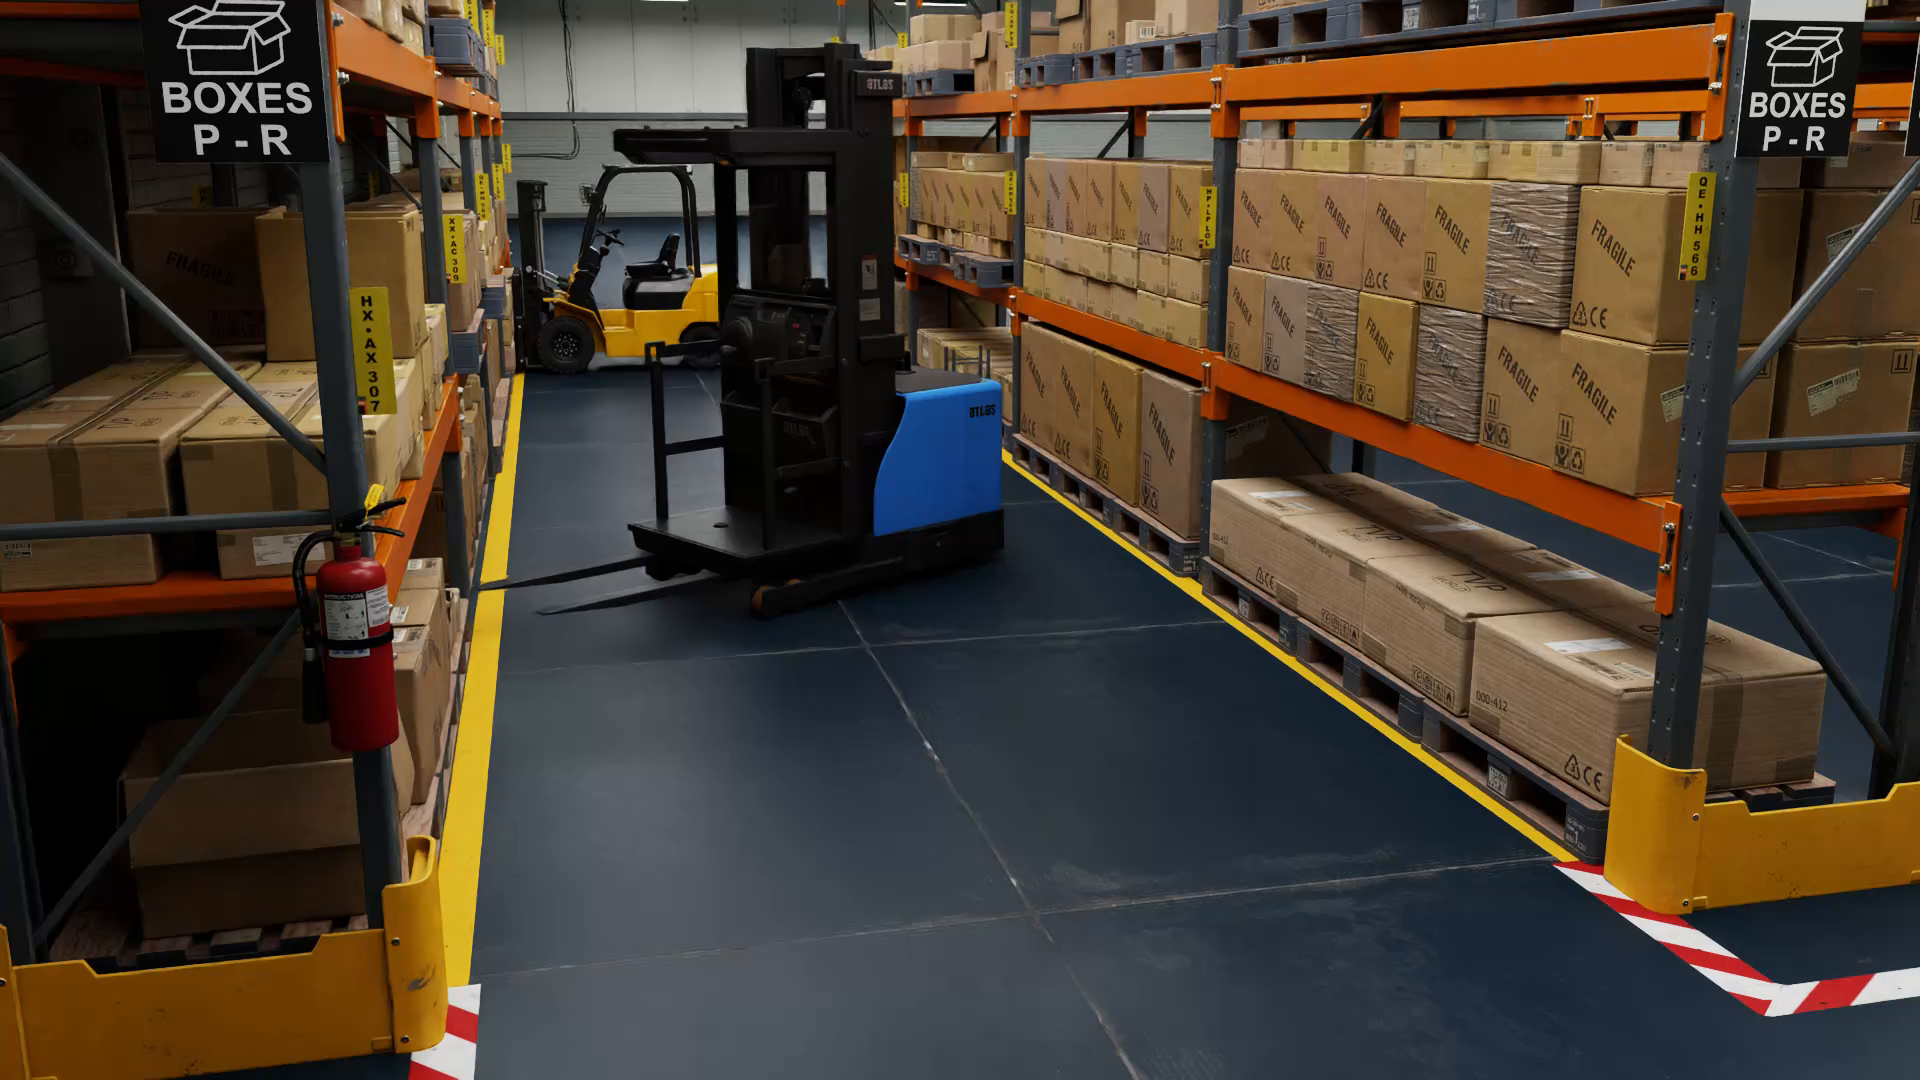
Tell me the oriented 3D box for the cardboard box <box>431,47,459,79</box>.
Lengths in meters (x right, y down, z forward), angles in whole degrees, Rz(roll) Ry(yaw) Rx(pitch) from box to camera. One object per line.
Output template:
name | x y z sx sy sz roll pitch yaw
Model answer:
cardboard box | -3.318 -2.924 10.072 0.500 0.250 0.500 -3 14 -13

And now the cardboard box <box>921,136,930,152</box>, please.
cardboard box | -0.018 -3.988 17.486 0.700 0.500 0.500 -3 14 -13

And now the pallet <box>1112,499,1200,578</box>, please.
pallet | 1.598 -0.050 10.188 1.003 0.211 1.213 -3 14 -13

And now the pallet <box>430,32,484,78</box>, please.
pallet | -3.303 -2.713 9.286 1.213 0.211 1.003 -3 14 -13

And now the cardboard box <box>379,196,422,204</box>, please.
cardboard box | -4.826 -2.889 14.356 0.380 0.149 0.250 -3 14 -14

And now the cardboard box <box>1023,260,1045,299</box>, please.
cardboard box | 0.783 -1.954 12.421 0.500 0.250 0.500 -4 14 -14

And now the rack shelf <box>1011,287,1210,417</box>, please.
rack shelf | 1.383 -1.343 11.119 1.077 0.370 4.000 -3 14 -13

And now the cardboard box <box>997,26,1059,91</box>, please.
cardboard box | 0.700 -3.879 13.452 0.700 0.500 0.500 -3 14 -13

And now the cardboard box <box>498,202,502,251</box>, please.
cardboard box | -4.959 -3.200 16.996 0.500 0.500 0.500 -3 14 -14

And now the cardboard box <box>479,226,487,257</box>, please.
cardboard box | -3.754 -2.164 12.225 0.500 0.250 0.500 -3 14 -13

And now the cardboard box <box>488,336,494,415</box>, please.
cardboard box | -4.364 -1.377 13.861 0.875 0.625 0.625 -4 14 -16

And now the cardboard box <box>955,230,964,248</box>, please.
cardboard box | 0.166 -2.651 14.603 0.380 0.149 0.250 -4 14 -15

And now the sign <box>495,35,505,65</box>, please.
sign | -5.259 -5.598 18.999 0.100 0.325 0.005 -3 14 -13

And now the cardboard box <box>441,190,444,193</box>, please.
cardboard box | -5.388 -3.460 16.692 0.380 0.149 0.250 -3 14 -11

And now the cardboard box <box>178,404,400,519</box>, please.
cardboard box | -1.877 -0.222 4.705 0.500 0.250 0.500 -3 14 -13

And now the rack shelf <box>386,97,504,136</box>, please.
rack shelf | -5.320 -4.368 17.181 1.077 0.370 4.000 -3 14 -13

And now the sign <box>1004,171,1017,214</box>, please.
sign | 0.388 -2.645 12.662 0.100 0.325 0.005 -3 14 -13

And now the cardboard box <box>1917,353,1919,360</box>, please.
cardboard box | 6.596 -1.192 11.788 0.500 0.250 0.500 -3 14 -12

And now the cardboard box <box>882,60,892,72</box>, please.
cardboard box | -0.512 -4.809 17.158 0.500 0.250 0.500 -4 14 -14

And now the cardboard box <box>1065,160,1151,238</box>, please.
cardboard box | 1.023 -2.326 11.312 0.500 0.500 0.500 -3 14 -12

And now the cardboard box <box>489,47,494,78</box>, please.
cardboard box | -5.306 -5.150 17.558 0.700 0.500 0.500 -3 14 -13

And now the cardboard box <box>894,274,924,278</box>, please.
cardboard box | -0.668 -2.665 18.346 0.500 0.500 0.500 -3 14 -10

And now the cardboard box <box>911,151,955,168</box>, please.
cardboard box | -0.260 -3.660 16.000 0.380 0.149 0.250 -3 14 -13

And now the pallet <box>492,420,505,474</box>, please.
pallet | -4.066 -0.714 12.903 1.003 0.211 1.213 -3 14 -13

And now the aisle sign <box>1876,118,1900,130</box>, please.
aisle sign | 13.180 -6.091 23.560 0.394 0.787 0.004 -3 14 -13

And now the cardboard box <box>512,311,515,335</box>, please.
cardboard box | -4.891 -2.272 17.260 0.500 0.250 0.500 -3 14 -14

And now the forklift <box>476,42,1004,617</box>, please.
forklift | -1.150 -1.155 8.981 3.031 2.935 1.130 -13 19 -42

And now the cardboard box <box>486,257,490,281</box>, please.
cardboard box | -3.384 -1.828 11.234 0.380 0.149 0.250 -3 14 -12

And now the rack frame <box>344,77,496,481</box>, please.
rack frame | -3.911 -1.876 11.786 1.000 3.000 0.127 -3 14 -13

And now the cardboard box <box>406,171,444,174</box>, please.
cardboard box | -5.518 -3.721 17.135 0.380 0.149 0.250 -3 14 -12

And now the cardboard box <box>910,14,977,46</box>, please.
cardboard box | -0.152 -4.636 15.140 0.500 0.250 0.500 -4 14 -14

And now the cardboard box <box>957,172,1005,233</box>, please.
cardboard box | 0.284 -2.875 14.153 0.500 0.500 0.500 -4 14 -17

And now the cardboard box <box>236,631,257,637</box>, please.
cardboard box | -2.944 0.493 7.211 0.380 0.149 0.250 -3 14 -14

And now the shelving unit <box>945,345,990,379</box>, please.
shelving unit | 0.045 -0.598 10.348 0.258 1.200 0.189 -3 14 -14

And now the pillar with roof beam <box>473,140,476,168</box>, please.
pillar with roof beam | -7.954 -12.202 41.410 9.100 9.000 0.400 -3 14 -13

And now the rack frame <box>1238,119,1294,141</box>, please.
rack frame | 3.822 -4.298 21.701 1.000 3.000 0.127 -3 14 -13

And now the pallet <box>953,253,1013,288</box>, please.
pallet | 0.642 -2.219 13.594 1.213 0.211 1.003 -3 14 -13

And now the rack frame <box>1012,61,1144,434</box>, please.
rack frame | 0.913 -2.154 12.922 1.000 3.000 0.127 -3 14 -13

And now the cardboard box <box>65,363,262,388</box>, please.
cardboard box | -2.630 -0.427 5.544 0.500 0.250 0.500 -3 14 -11

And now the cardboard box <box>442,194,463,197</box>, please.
cardboard box | -4.470 -2.978 14.720 0.380 0.149 0.250 -3 14 -13

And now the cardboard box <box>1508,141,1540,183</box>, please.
cardboard box | 2.268 -1.402 6.160 0.380 0.149 0.250 -3 14 -12

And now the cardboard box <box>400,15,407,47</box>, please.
cardboard box | -2.438 -2.046 6.691 0.380 0.149 0.250 -3 14 -13

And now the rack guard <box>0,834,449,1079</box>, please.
rack guard | -2.050 1.166 4.601 1.175 0.500 0.348 -3 14 -13

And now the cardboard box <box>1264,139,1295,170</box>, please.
cardboard box | 1.750 -1.935 8.342 0.380 0.149 0.250 -3 14 -12

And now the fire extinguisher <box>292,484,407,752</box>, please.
fire extinguisher | -1.548 0.196 4.252 0.296 0.674 0.183 -3 14 -13

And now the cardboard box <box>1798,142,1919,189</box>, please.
cardboard box | 2.977 -1.255 5.559 0.380 0.149 0.250 -3 14 -12

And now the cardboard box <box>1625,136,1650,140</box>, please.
cardboard box | 8.761 -4.857 21.044 0.500 0.500 0.500 -3 14 -13

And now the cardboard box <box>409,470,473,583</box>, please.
cardboard box | -2.867 -0.067 8.764 0.500 0.500 0.500 -3 14 -11

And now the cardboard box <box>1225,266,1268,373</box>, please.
cardboard box | 1.708 -1.157 8.630 0.500 0.500 0.500 -3 14 -11

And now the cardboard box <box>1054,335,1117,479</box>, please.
cardboard box | 1.200 -0.956 11.610 0.875 0.875 0.875 -3 14 -13
